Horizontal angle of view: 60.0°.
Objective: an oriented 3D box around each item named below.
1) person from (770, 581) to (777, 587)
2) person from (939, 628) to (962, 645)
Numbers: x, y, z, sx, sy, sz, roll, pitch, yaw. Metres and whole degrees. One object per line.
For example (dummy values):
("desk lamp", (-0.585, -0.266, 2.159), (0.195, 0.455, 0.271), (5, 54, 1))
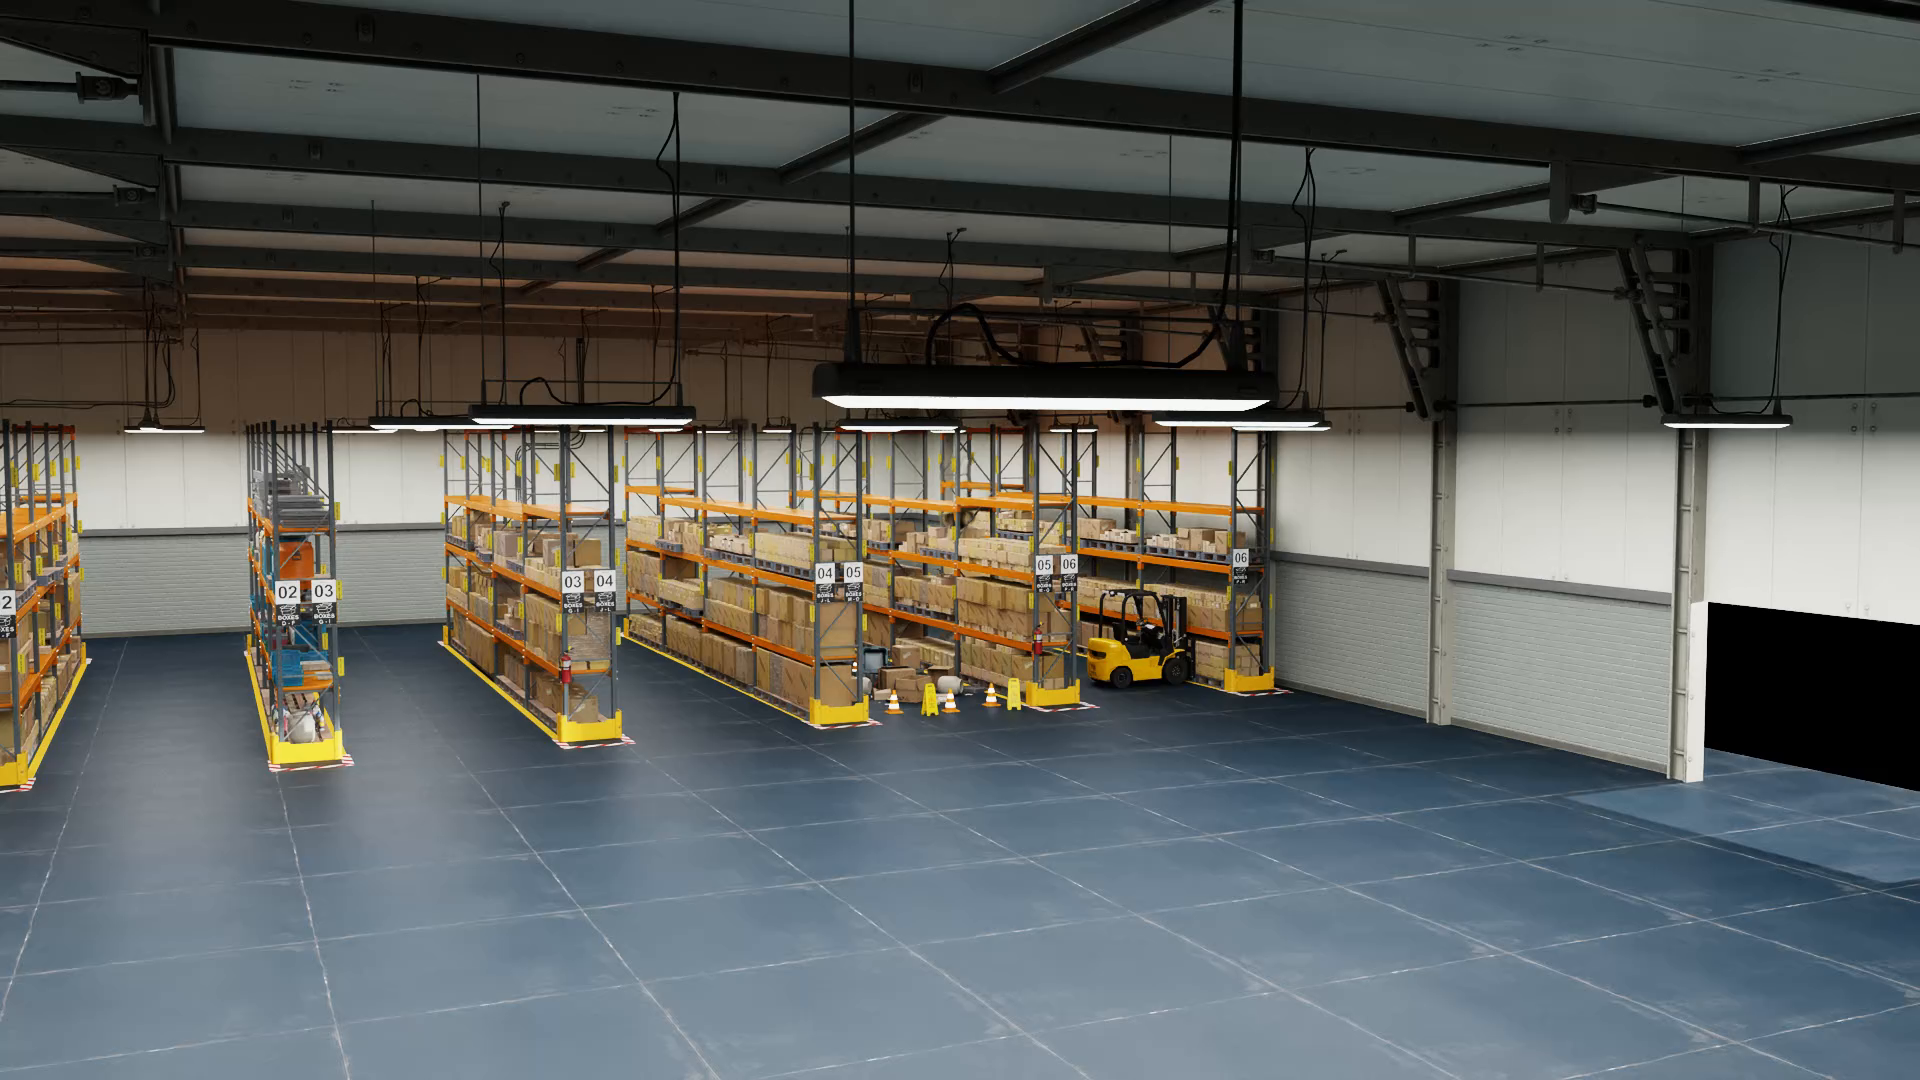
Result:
("person", (-5.029, 2.035, 45.136), (0.742, 1.836, 1.008), (-3, 4, -36))
("person", (-0.272, 2.151, 44.062), (0.642, 1.723, 1.023), (-2, 4, -25))
